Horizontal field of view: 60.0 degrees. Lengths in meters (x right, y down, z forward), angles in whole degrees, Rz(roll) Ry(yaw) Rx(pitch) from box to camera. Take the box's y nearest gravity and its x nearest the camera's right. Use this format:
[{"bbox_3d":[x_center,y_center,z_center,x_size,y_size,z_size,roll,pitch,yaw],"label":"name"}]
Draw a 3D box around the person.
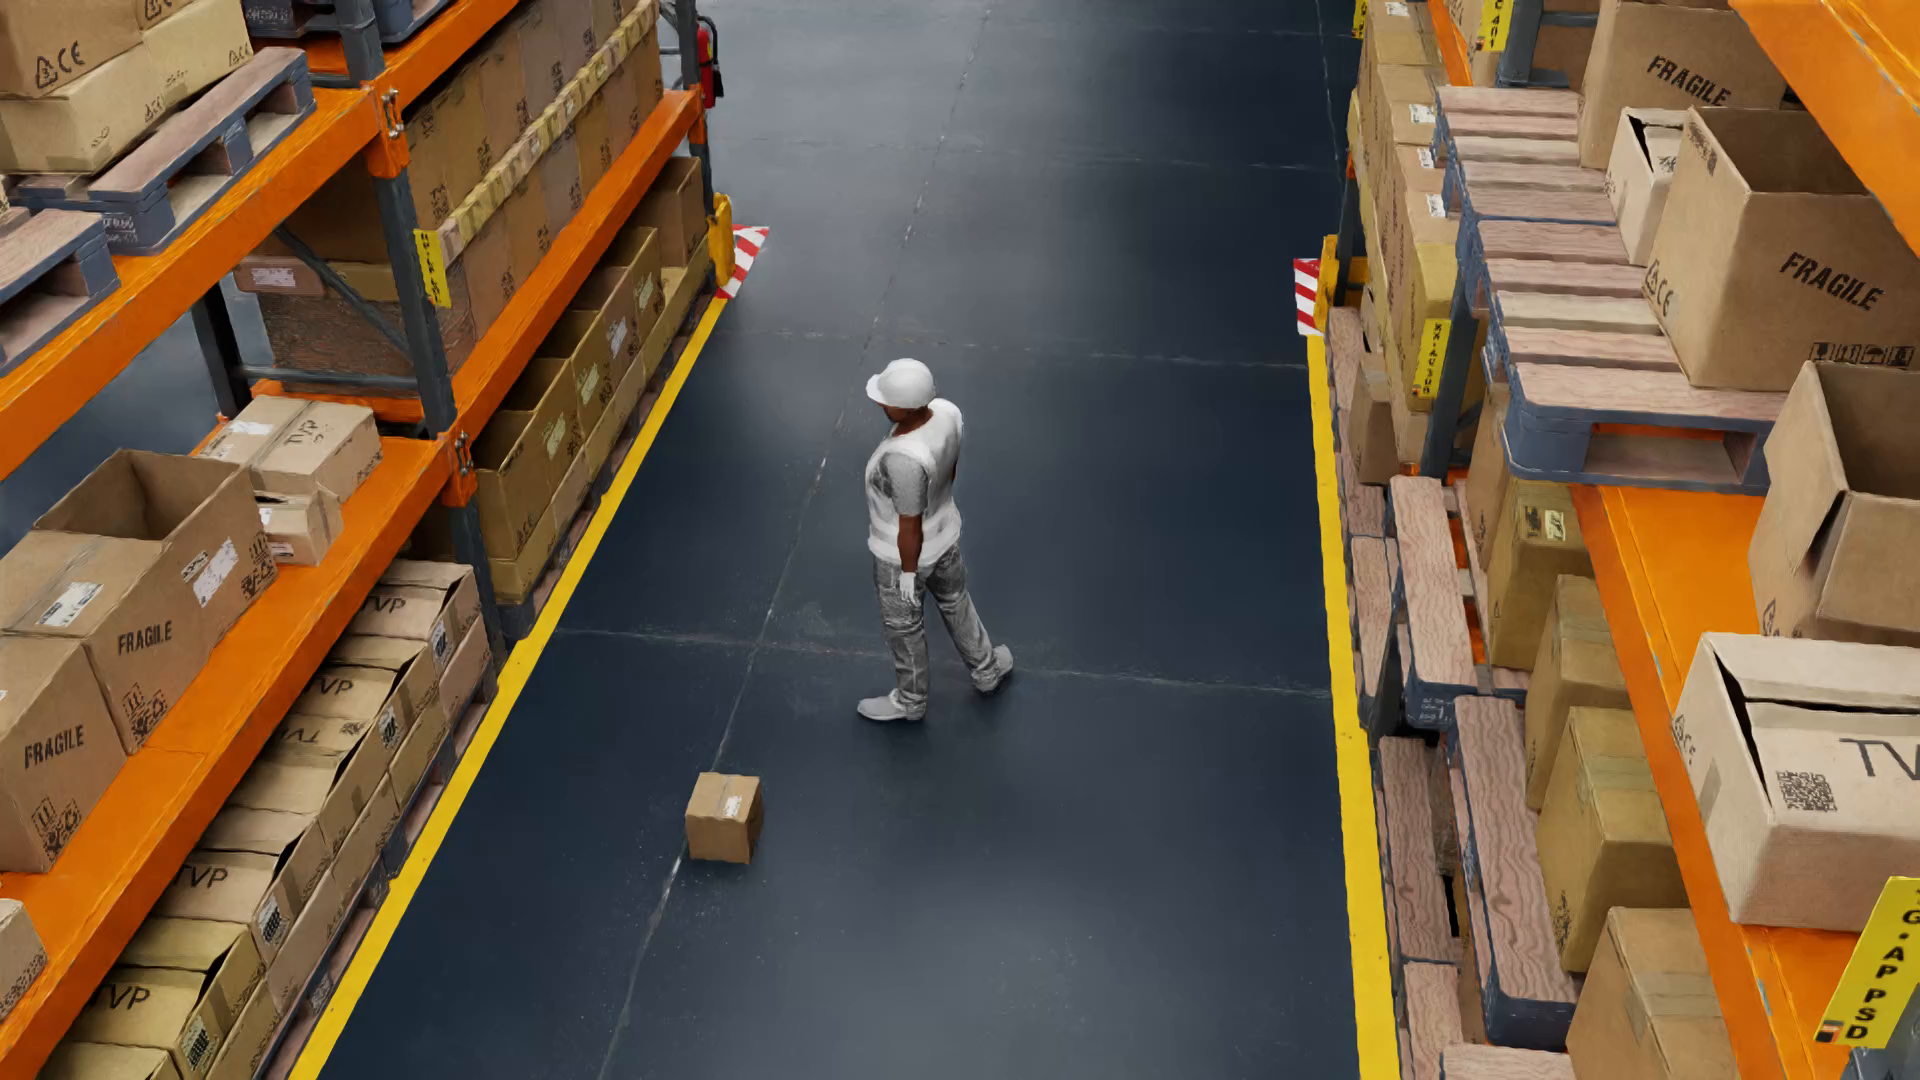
[{"bbox_3d":[-0.101,-0.028,7.067,0.501,1.787,0.714,17,39,22],"label":"person"}]
